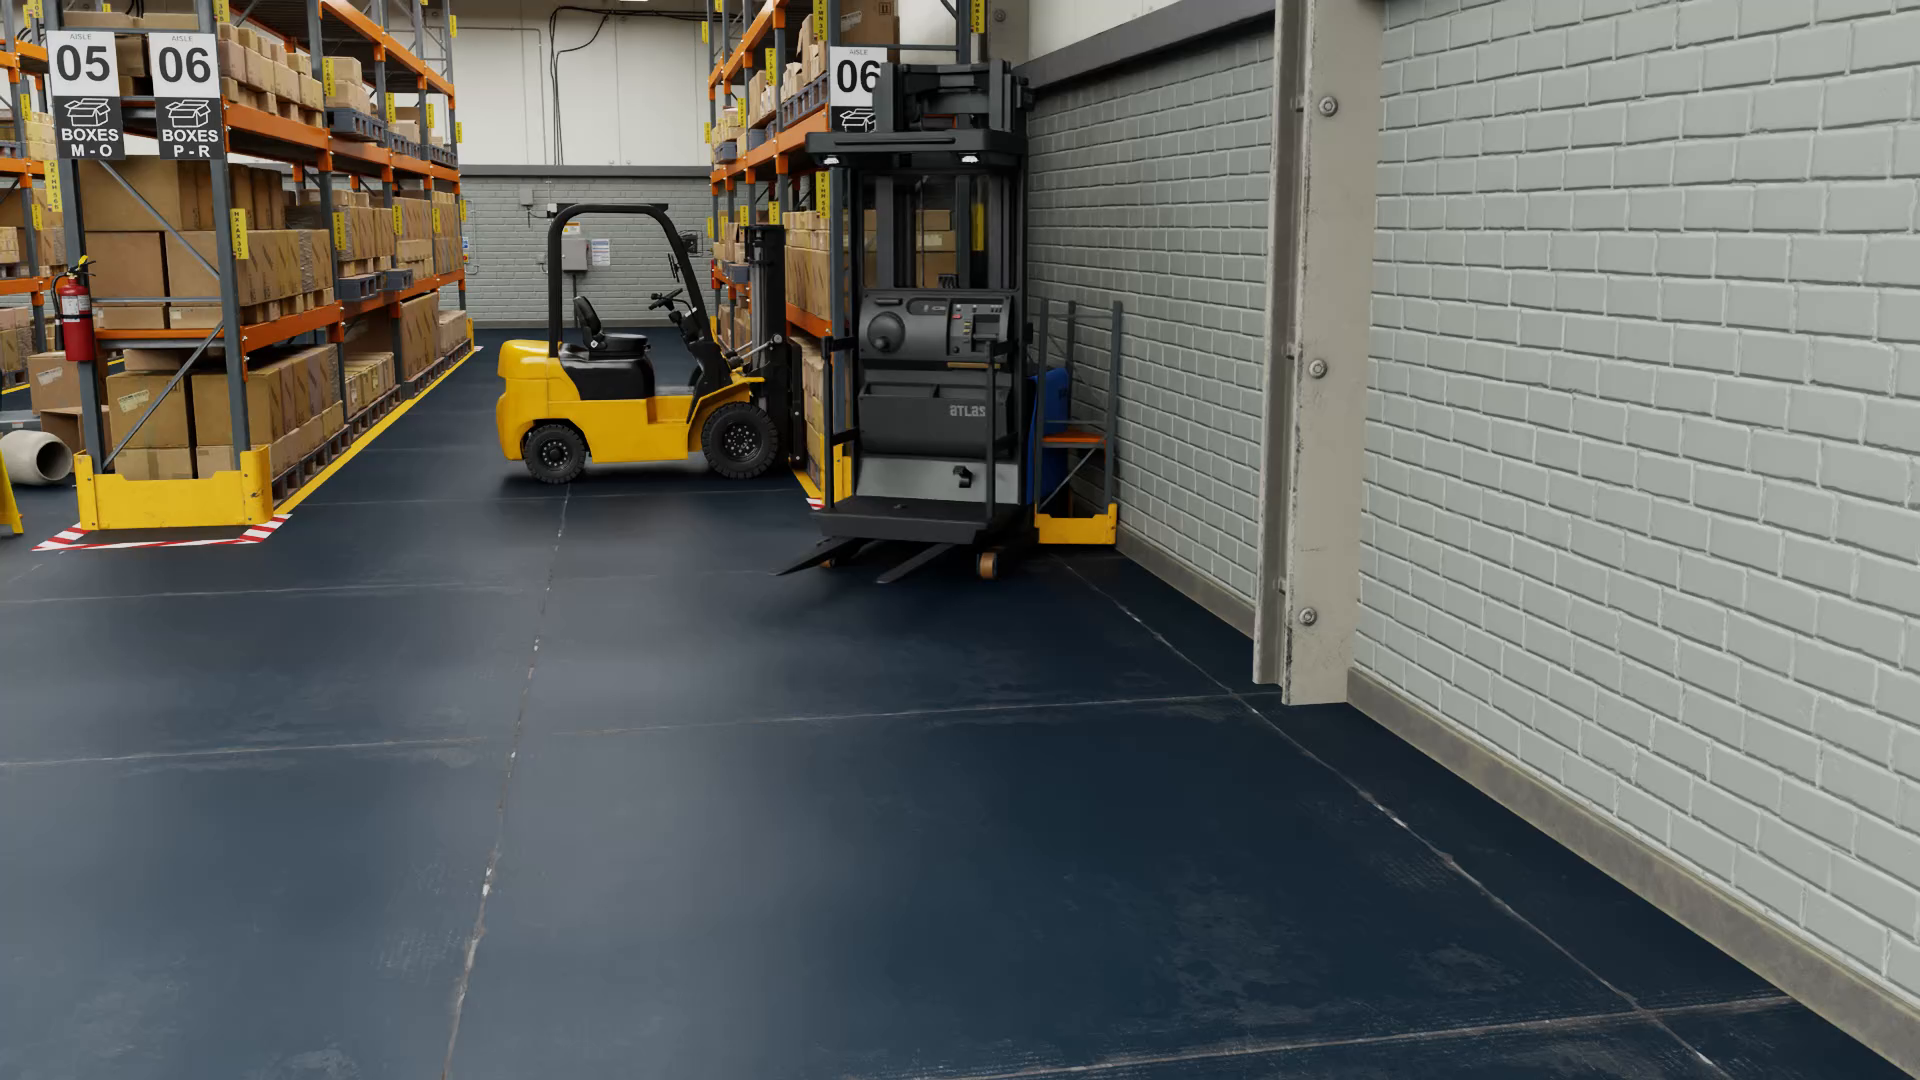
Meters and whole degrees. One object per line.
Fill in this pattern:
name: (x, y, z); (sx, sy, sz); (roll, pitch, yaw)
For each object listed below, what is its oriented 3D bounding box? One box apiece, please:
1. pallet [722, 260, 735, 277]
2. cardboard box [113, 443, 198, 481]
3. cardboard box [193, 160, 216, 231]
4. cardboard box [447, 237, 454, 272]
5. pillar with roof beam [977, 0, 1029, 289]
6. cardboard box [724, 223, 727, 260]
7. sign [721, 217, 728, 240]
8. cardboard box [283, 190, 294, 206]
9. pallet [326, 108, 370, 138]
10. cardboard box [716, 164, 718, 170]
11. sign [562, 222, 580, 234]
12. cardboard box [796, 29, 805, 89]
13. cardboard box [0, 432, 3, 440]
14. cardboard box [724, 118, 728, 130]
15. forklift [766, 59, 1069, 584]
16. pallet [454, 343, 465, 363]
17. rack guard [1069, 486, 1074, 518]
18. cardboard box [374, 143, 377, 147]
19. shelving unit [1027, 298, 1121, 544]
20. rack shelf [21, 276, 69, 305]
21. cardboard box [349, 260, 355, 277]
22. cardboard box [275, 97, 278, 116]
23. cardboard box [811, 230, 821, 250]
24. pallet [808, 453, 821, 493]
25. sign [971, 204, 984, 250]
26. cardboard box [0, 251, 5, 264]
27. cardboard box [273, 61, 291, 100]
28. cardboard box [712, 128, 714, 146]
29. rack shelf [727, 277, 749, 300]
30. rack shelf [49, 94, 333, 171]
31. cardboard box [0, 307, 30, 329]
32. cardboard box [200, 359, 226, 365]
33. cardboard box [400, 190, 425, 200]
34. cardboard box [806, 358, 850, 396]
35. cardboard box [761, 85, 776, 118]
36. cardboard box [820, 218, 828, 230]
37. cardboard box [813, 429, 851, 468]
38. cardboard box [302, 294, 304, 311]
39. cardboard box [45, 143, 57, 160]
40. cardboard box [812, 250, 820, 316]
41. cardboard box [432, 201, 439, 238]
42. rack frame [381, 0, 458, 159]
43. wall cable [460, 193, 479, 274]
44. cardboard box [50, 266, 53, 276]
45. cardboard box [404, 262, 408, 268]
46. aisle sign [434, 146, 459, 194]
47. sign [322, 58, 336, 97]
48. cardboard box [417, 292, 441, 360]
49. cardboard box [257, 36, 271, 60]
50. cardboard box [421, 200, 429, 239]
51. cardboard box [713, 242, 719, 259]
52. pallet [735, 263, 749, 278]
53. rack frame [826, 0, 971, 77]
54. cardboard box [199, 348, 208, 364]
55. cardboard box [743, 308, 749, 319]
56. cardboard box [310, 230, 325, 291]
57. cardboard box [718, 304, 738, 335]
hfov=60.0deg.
pallet: (-2.711, -3.713, 22.694); (1.003, 0.211, 1.213); (-2, 11, -11)
cardboard box: (-5.719, -0.574, 11.921); (0.500, 0.250, 0.500); (-2, 11, -11)
cardboard box: (-5.698, -2.441, 11.761); (0.700, 0.500, 0.500); (-2, 11, -10)
cardboard box: (-7.746, -4.200, 24.471); (0.500, 0.500, 0.500); (-2, 11, -9)
pillar with roof beam: (-3.899, -4.708, 11.364); (9.100, 9.000, 0.400); (-2, 11, -11)
cardboard box: (-2.884, -4.116, 22.910); (0.700, 0.500, 0.500); (-2, 11, -10)
sign: (-3.290, -4.362, 23.275); (0.100, 0.325, 0.005); (-2, 11, -11)
cardboard box: (-6.529, -3.232, 15.733); (0.380, 0.149, 0.250); (-2, 11, -13)
pallet: (-6.087, -3.808, 15.159); (1.213, 0.211, 1.003); (-2, 11, -11)
cardboard box: (-3.500, -5.690, 25.217); (0.380, 0.149, 0.250); (-2, 11, -11)
sign: (-7.530, -6.035, 32.171); (0.339, 0.242, 0.001); (-2, 11, -11)
cardboard box: (-0.928, -3.909, 13.522); (0.797, 0.503, 0.637); (-2, 11, -9)
cardboard box: (-8.018, -0.739, 13.867); (0.396, 0.266, 0.258); (9, 14, 38)
cardboard box: (-2.926, -5.498, 22.023); (0.380, 0.149, 0.250); (-2, 11, -12)
forklift: (-0.214, -1.294, 9.657); (1.130, 2.935, 3.031); (3, 11, 18)
pallet: (-7.939, -2.773, 24.702); (1.003, 0.211, 1.213); (-2, 11, -11)
rack guard: (0.478, -0.245, 11.287); (0.587, 0.250, 0.087); (1, 8, -12)
cardboard box: (-6.582, -4.343, 18.140); (0.380, 0.149, 0.250); (-2, 11, -11)
shelving unit: (0.604, -0.795, 10.721); (0.587, 1.500, 1.083); (1, 8, -12)
rack shelf: (-12.852, -3.591, 23.467); (1.077, 0.370, 4.000); (-2, 11, -11)
cardboard box: (-5.909, -2.551, 15.626); (0.380, 0.149, 0.250); (-2, 11, -10)
cardboard box: (-5.386, -3.282, 12.567); (0.380, 0.149, 0.250); (-2, 11, -13)
cardboard box: (-0.972, -2.367, 13.106); (0.380, 0.149, 0.250); (-2, 11, -13)
pallet: (-0.615, -0.526, 12.894); (1.003, 0.211, 1.213); (-2, 11, -11)
sign: (0.121, -2.240, 11.916); (0.100, 0.325, 0.005); (-2, 11, -11)
cardboard box: (-12.094, -3.502, 20.621); (0.380, 0.149, 0.250); (-2, 11, -11)
cardboard box: (-5.423, -3.505, 12.671); (0.500, 0.250, 0.500); (-2, 11, -10)
cardboard box: (-3.617, -6.298, 26.011); (0.500, 0.250, 0.500); (-2, 11, -11)
rack shelf: (-2.370, -3.237, 21.607); (1.077, 0.370, 4.000); (-2, 11, -11)
rack shelf: (-5.682, -3.063, 12.666); (1.077, 0.370, 4.000); (-2, 11, -11)
cardboard box: (-12.070, -2.797, 20.927); (0.500, 0.250, 0.500); (-2, 11, -13)
cardboard box: (-5.901, -1.125, 12.812); (0.500, 0.500, 0.500); (-2, 11, -12)
cardboard box: (-7.434, -4.703, 22.706); (0.380, 0.149, 0.250); (-2, 11, -12)
cardboard box: (-0.926, -1.270, 12.903); (0.500, 0.250, 0.500); (-2, 11, -10)
cardboard box: (-1.732, -4.440, 16.828); (0.500, 0.311, 0.500); (-3, 11, -13)
cardboard box: (-0.857, -2.420, 12.590); (0.380, 0.149, 0.250); (-2, 11, -10)
cardboard box: (-0.826, -0.687, 12.514); (0.500, 0.250, 0.500); (-2, 11, -11)
cardboard box: (-5.488, -1.904, 13.348); (0.380, 0.149, 0.250); (-2, 11, -12)
cardboard box: (-12.401, -5.164, 22.183); (0.500, 0.250, 0.500); (-2, 11, -12)
cardboard box: (-0.870, -1.982, 12.820); (0.500, 0.500, 0.500); (-2, 11, -9)
cardboard box: (-7.482, -4.413, 22.918); (0.500, 0.500, 0.500); (-2, 11, -11)
rack frame: (-8.405, -7.457, 25.809); (1.000, 3.000, 0.127); (-2, 11, -11)
wall cable: (-9.525, -6.058, 31.701); (0.585, 1.953, 0.123); (-2, 11, -11)
cardboard box: (-12.424, -3.610, 22.313); (0.380, 0.149, 0.250); (-3, 11, -14)
cardboard box: (-6.815, -3.162, 19.686); (0.500, 0.250, 0.500); (-2, 11, -13)
aisle sign: (-8.115, -5.812, 26.255); (0.394, 0.787, 0.004); (-2, 11, -11)
sign: (-5.540, -4.058, 14.589); (0.100, 0.325, 0.005); (-2, 11, -11)
cardboard box: (-7.428, -2.828, 22.093); (0.875, 0.875, 0.875); (-2, 11, -9)
cardboard box: (-5.303, -3.625, 12.238); (0.380, 0.149, 0.250); (-2, 11, -9)
cardboard box: (-7.186, -4.149, 21.533); (0.500, 0.500, 0.500); (-2, 11, -10)
cardboard box: (-3.713, -4.671, 26.819); (0.500, 0.250, 0.500); (-2, 11, -11)
pallet: (-2.364, -3.486, 21.504); (1.003, 0.211, 1.213); (-2, 11, -11)
rack frame: (-0.425, -4.704, 11.343); (1.000, 3.000, 0.127); (-2, 11, -11)
cardboard box: (-5.937, -1.415, 12.599); (0.380, 0.149, 0.250); (-2, 11, -9)
cardboard box: (-2.759, -3.085, 22.707); (0.380, 0.149, 0.250); (-3, 11, -14)
cardboard box: (-5.634, -2.338, 13.894); (0.500, 0.500, 0.500); (-2, 11, -9)
cardboard box: (-3.511, -3.556, 26.908); (0.797, 0.503, 0.637); (-3, 11, -13)
